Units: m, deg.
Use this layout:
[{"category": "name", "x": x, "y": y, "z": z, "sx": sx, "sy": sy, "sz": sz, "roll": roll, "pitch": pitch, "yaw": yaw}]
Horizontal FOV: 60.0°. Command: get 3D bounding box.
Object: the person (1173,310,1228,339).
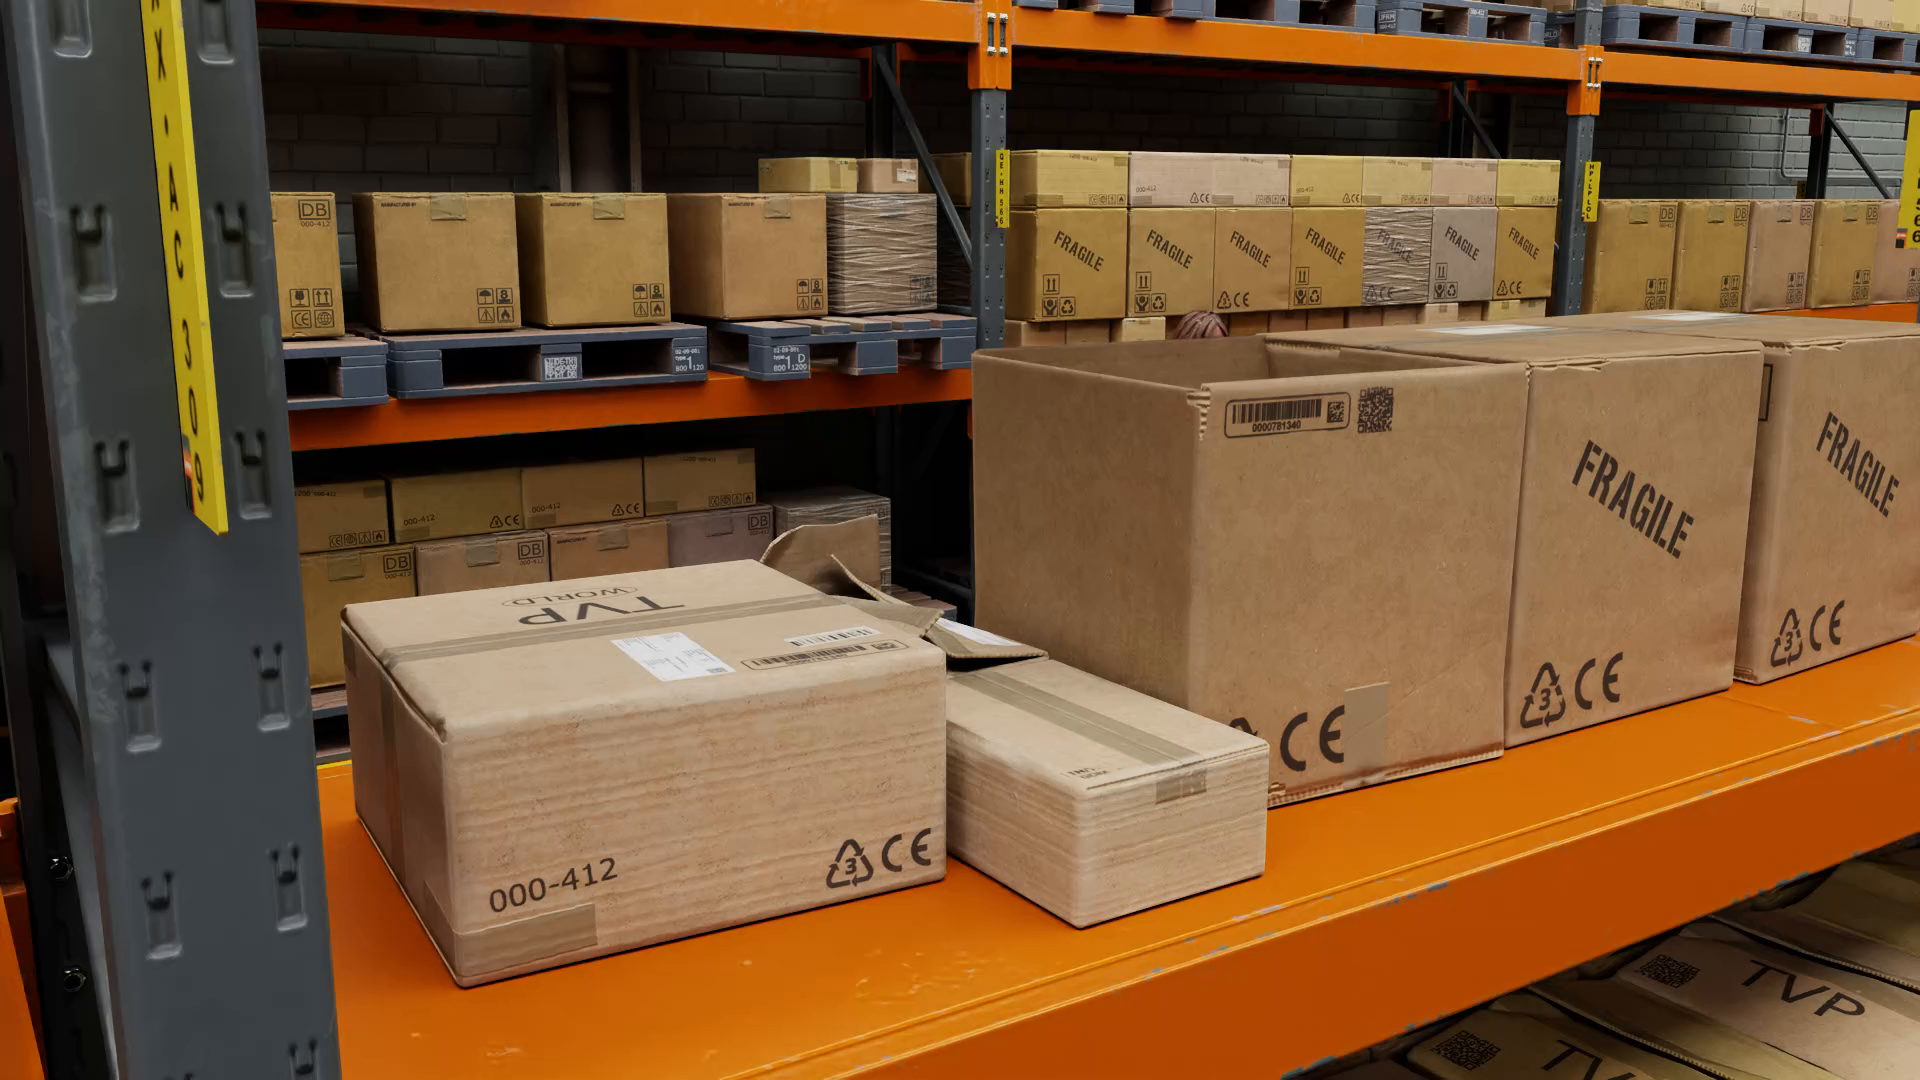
[{"category": "person", "x": 0.849, "y": -0.082, "z": 6.377, "sx": 0.477, "sy": 1.593, "sz": 0.347, "roll": -8, "pitch": 14, "yaw": -34}]
